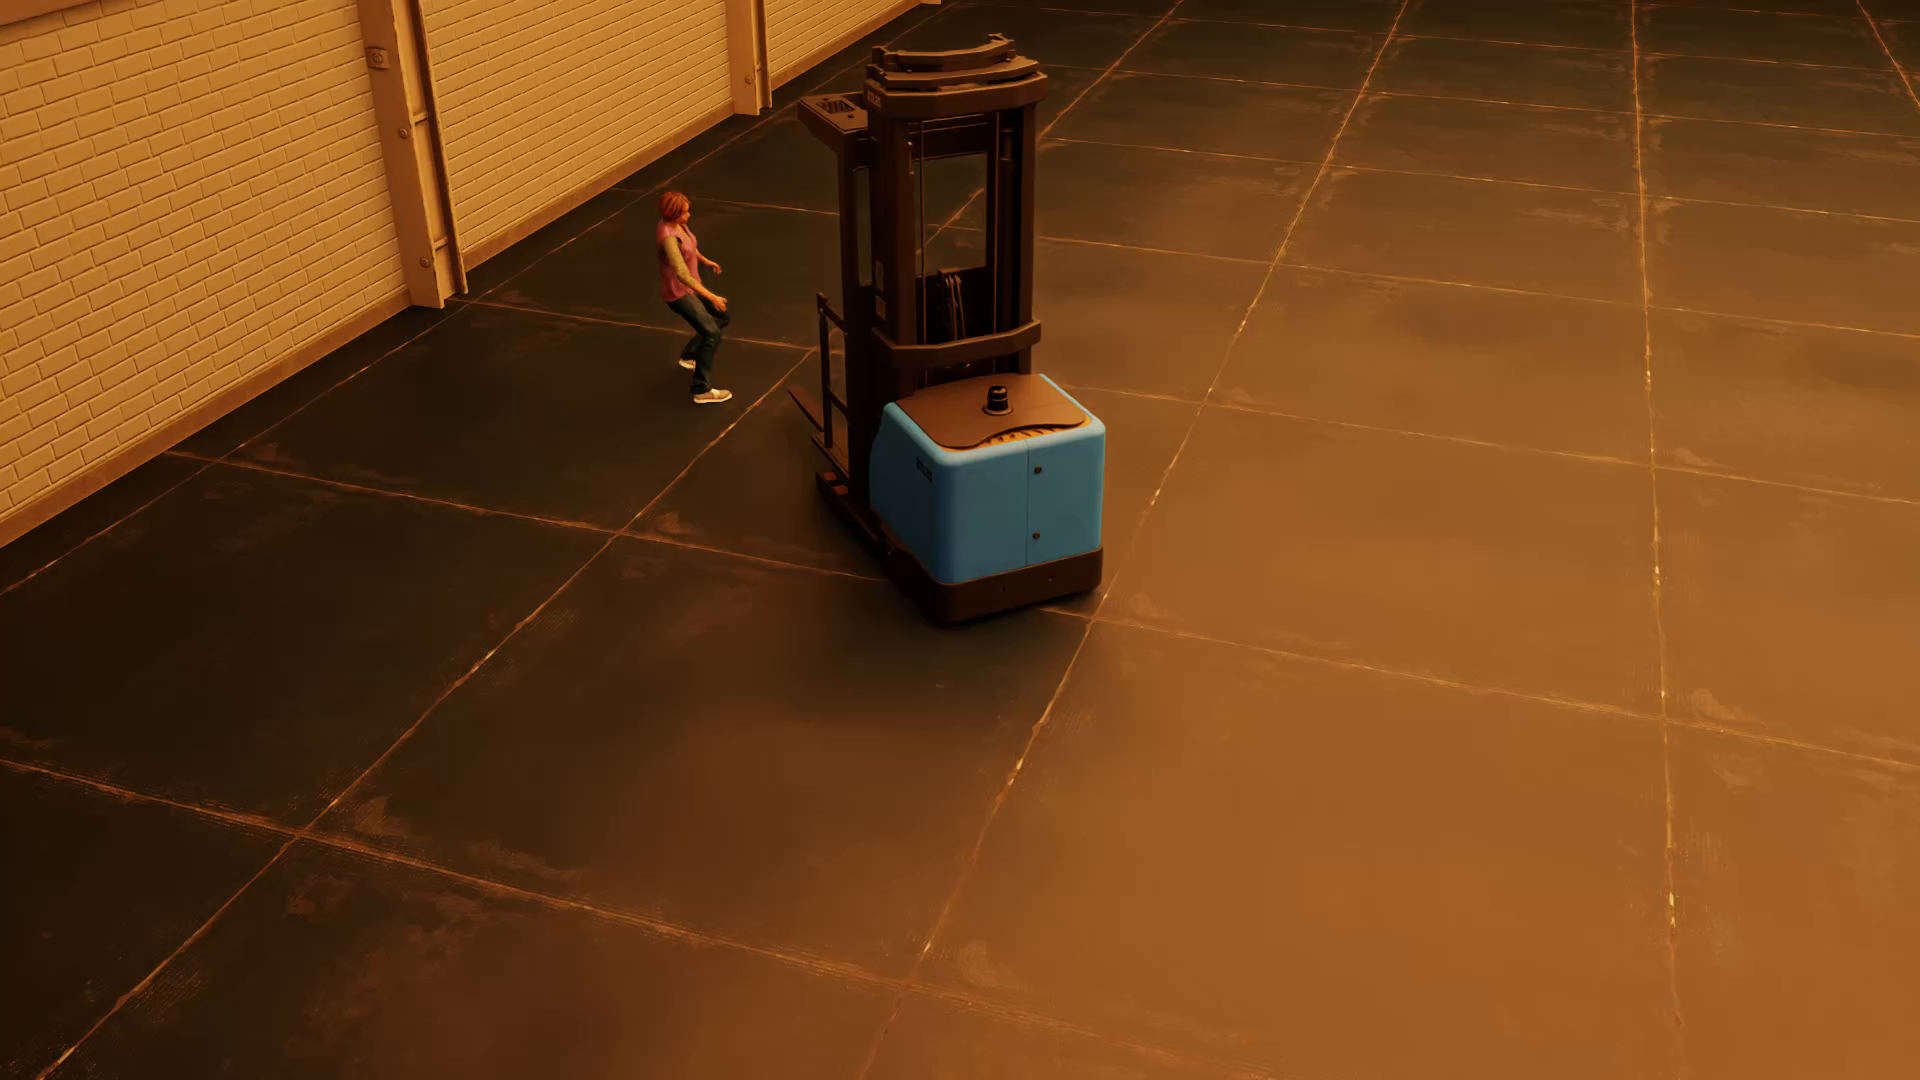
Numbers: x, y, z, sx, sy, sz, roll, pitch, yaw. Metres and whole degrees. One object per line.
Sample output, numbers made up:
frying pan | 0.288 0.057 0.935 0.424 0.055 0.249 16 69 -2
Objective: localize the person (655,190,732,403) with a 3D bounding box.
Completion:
person | -1.849 -1.749 11.672 0.511 1.467 0.705 0 30 0

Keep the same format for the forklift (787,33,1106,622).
forklift | -0.259 -1.531 9.822 1.130 2.935 3.031 -13 32 -21
